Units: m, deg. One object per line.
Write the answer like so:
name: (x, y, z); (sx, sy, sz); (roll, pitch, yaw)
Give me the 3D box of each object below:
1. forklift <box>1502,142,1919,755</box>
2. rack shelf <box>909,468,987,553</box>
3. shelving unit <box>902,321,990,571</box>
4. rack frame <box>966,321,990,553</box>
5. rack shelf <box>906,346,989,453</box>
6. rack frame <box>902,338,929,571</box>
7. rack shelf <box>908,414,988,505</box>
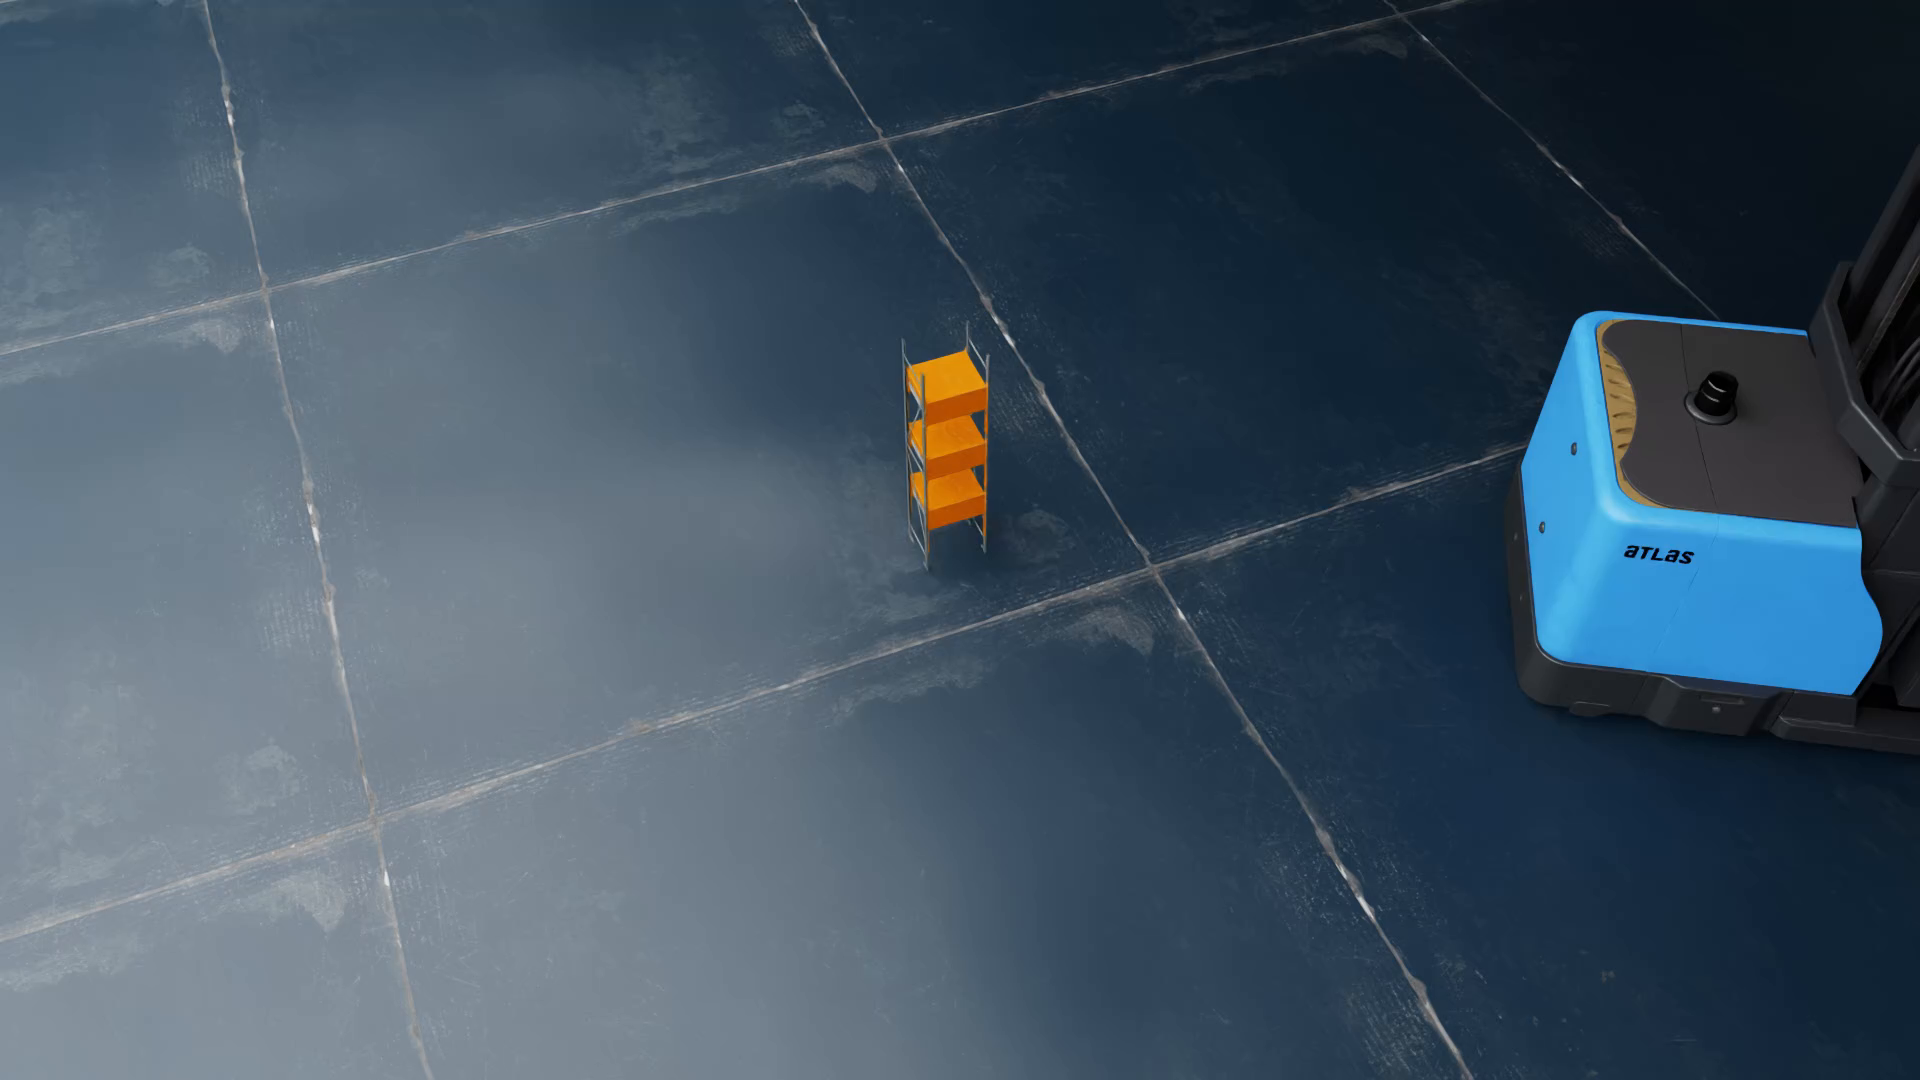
forklift: (3.591, -0.550, 5.131); (3.031, 2.935, 1.130); (6, 50, 5)
rack shelf: (-0.050, -0.139, 6.398); (0.240, 0.259, 0.215); (-17, 52, -14)
shelving unit: (-0.050, -0.327, 6.179); (0.252, 1.050, 0.215); (-17, 52, -14)
rack frame: (0.063, -0.362, 6.209); (0.008, 1.050, 0.200); (-17, 52, -14)
rack shelf: (-0.050, -0.505, 5.972); (0.240, 0.259, 0.215); (-17, 52, -14)
rack frame: (-0.162, -0.292, 6.149); (0.008, 1.050, 0.200); (-17, 52, -14)
rack shelf: (-0.050, -0.320, 6.187); (0.240, 0.259, 0.215); (-17, 52, -14)
